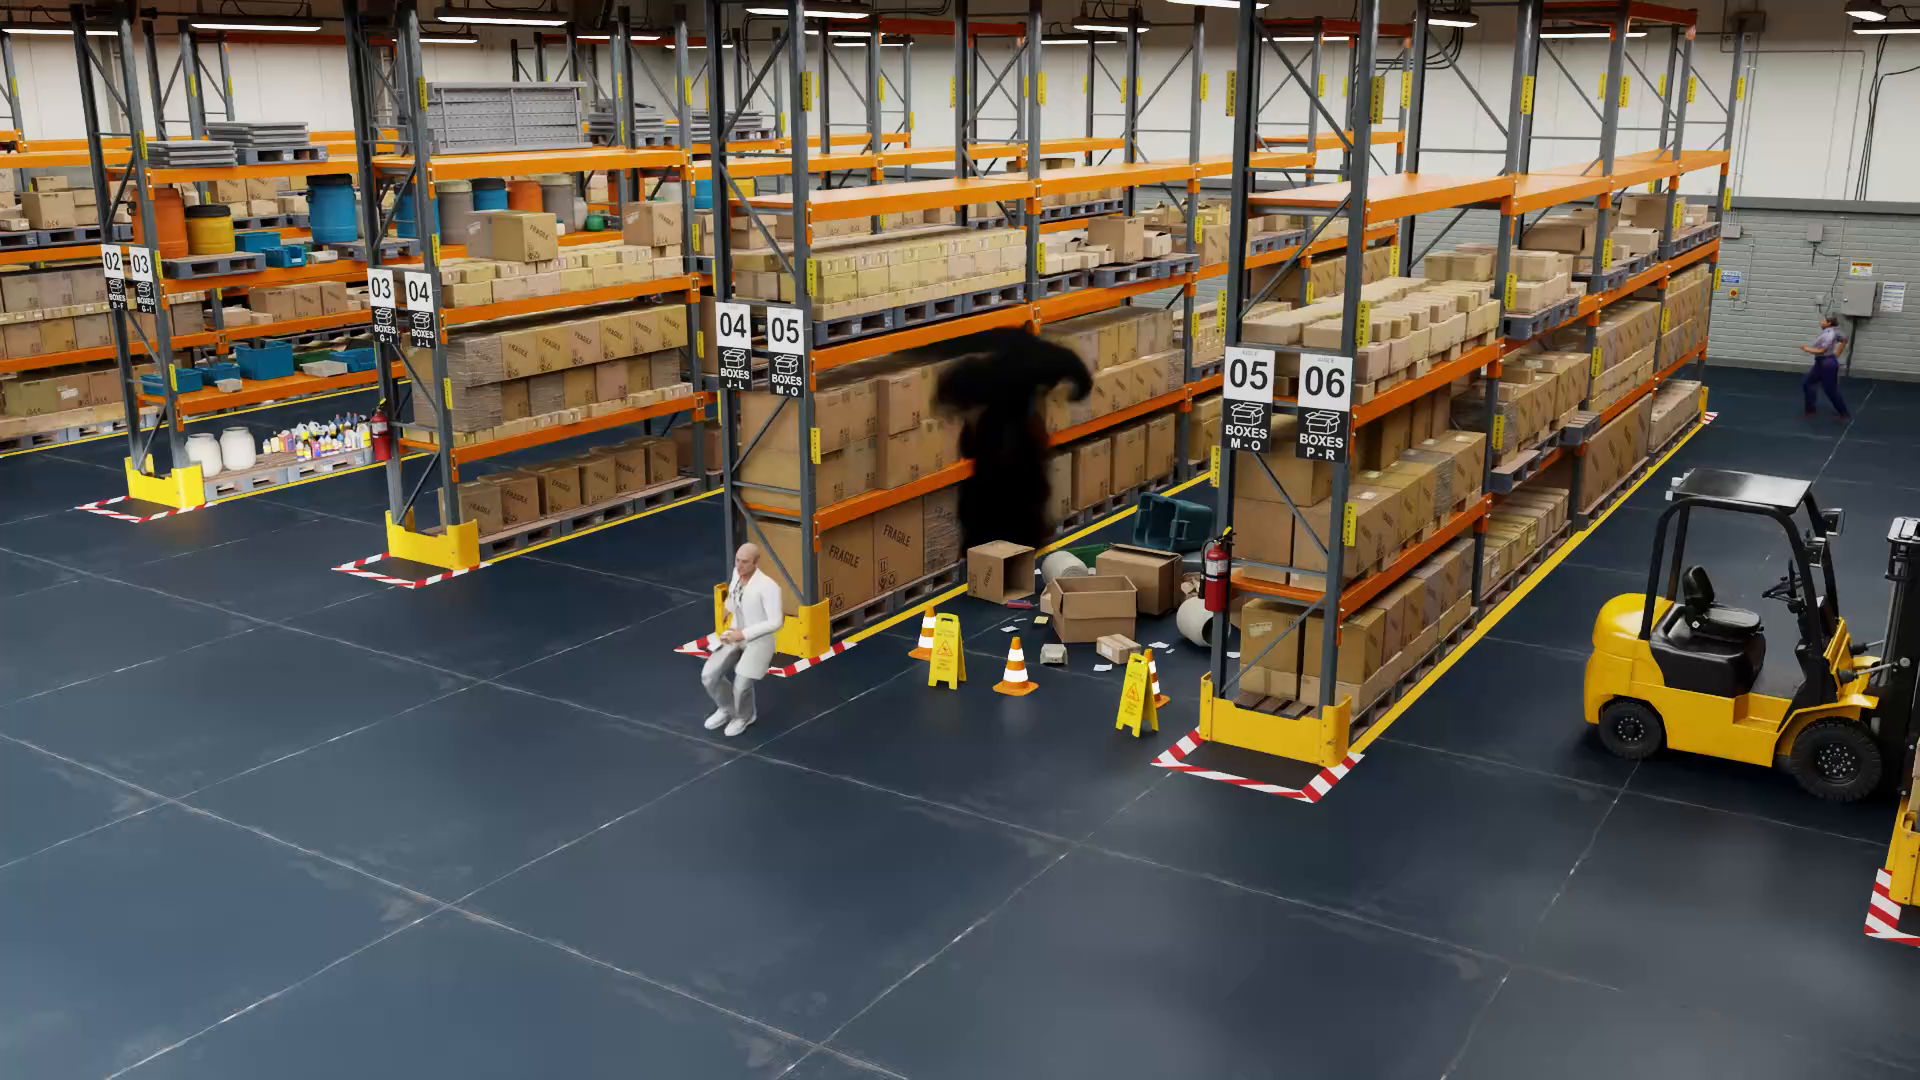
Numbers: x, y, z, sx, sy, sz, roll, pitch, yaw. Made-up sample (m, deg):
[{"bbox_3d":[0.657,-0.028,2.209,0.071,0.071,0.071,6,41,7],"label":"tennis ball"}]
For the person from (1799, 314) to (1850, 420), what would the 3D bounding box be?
[{"bbox_3d":[13.373,-2.642,25.680,0.820,1.709,0.586,8,17,26],"label":"person"}]

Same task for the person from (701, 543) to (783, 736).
[{"bbox_3d":[-1.720,0.822,13.203,0.861,1.696,0.764,8,18,27],"label":"person"}]
